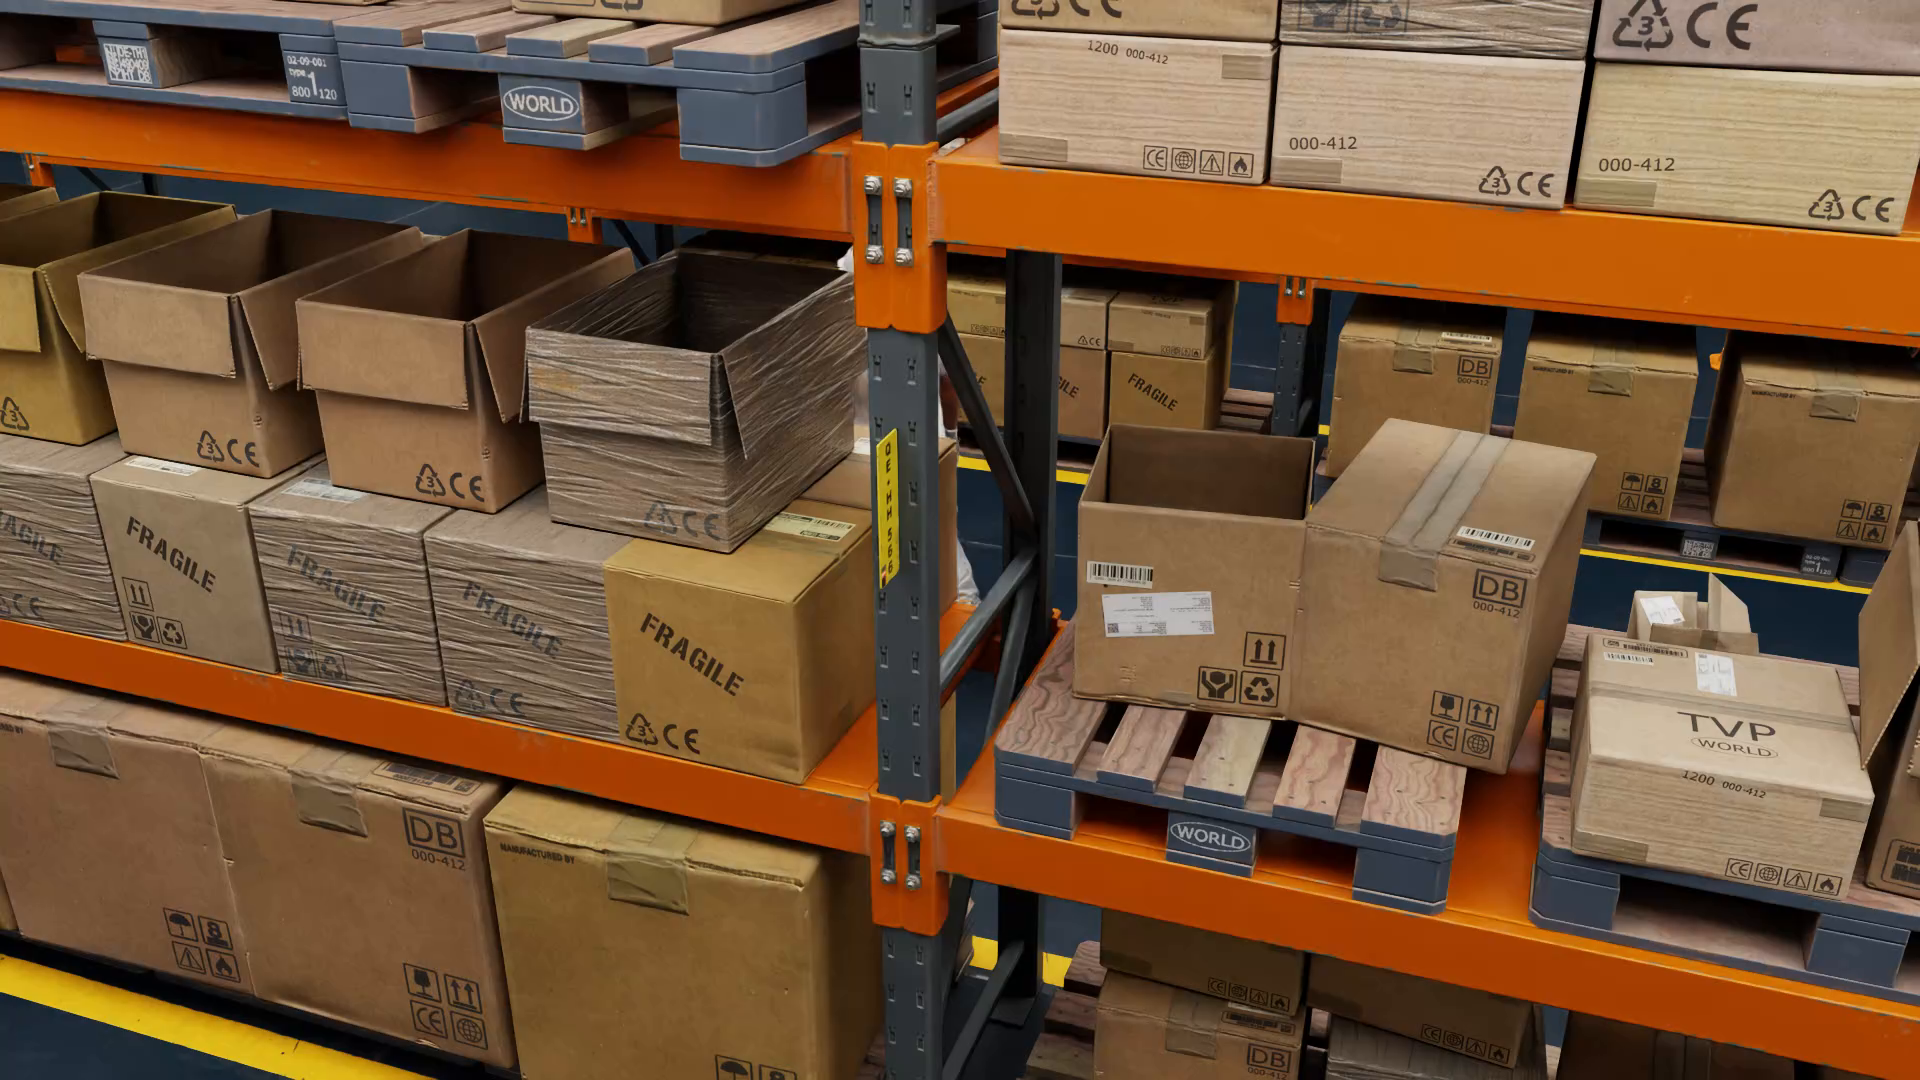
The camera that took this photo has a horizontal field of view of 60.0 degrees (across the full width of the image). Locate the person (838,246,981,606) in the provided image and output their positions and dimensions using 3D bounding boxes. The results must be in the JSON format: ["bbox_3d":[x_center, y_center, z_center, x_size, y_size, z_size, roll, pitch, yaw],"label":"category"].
[{"bbox_3d":[-0.218,-0.309,6.697,0.603,1.770,0.678,-13,28,-25],"label":"person"}]
